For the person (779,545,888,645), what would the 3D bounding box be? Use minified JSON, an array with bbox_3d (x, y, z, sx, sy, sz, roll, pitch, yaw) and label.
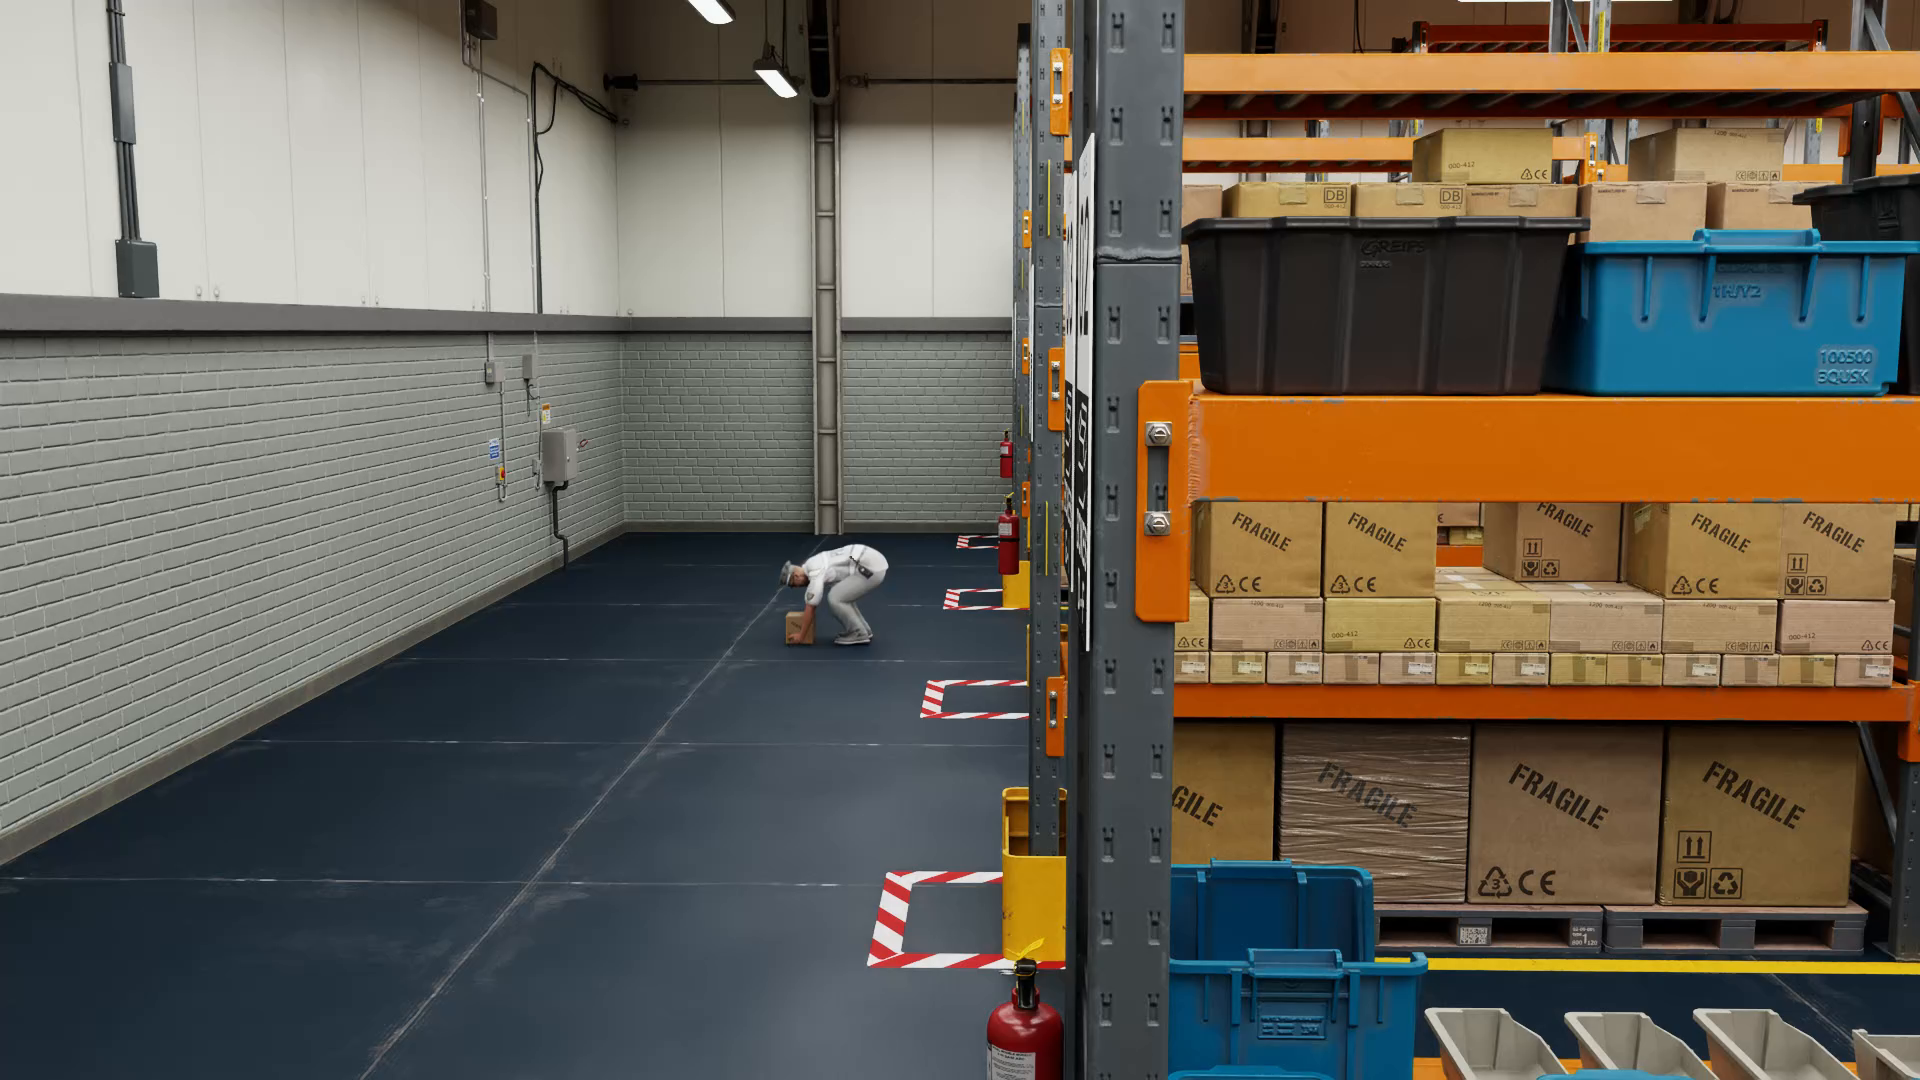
[{"bbox_3d":[-1.183,0.511,15.585,1.026,0.921,0.545,0,7,-1],"label":"person"}]
